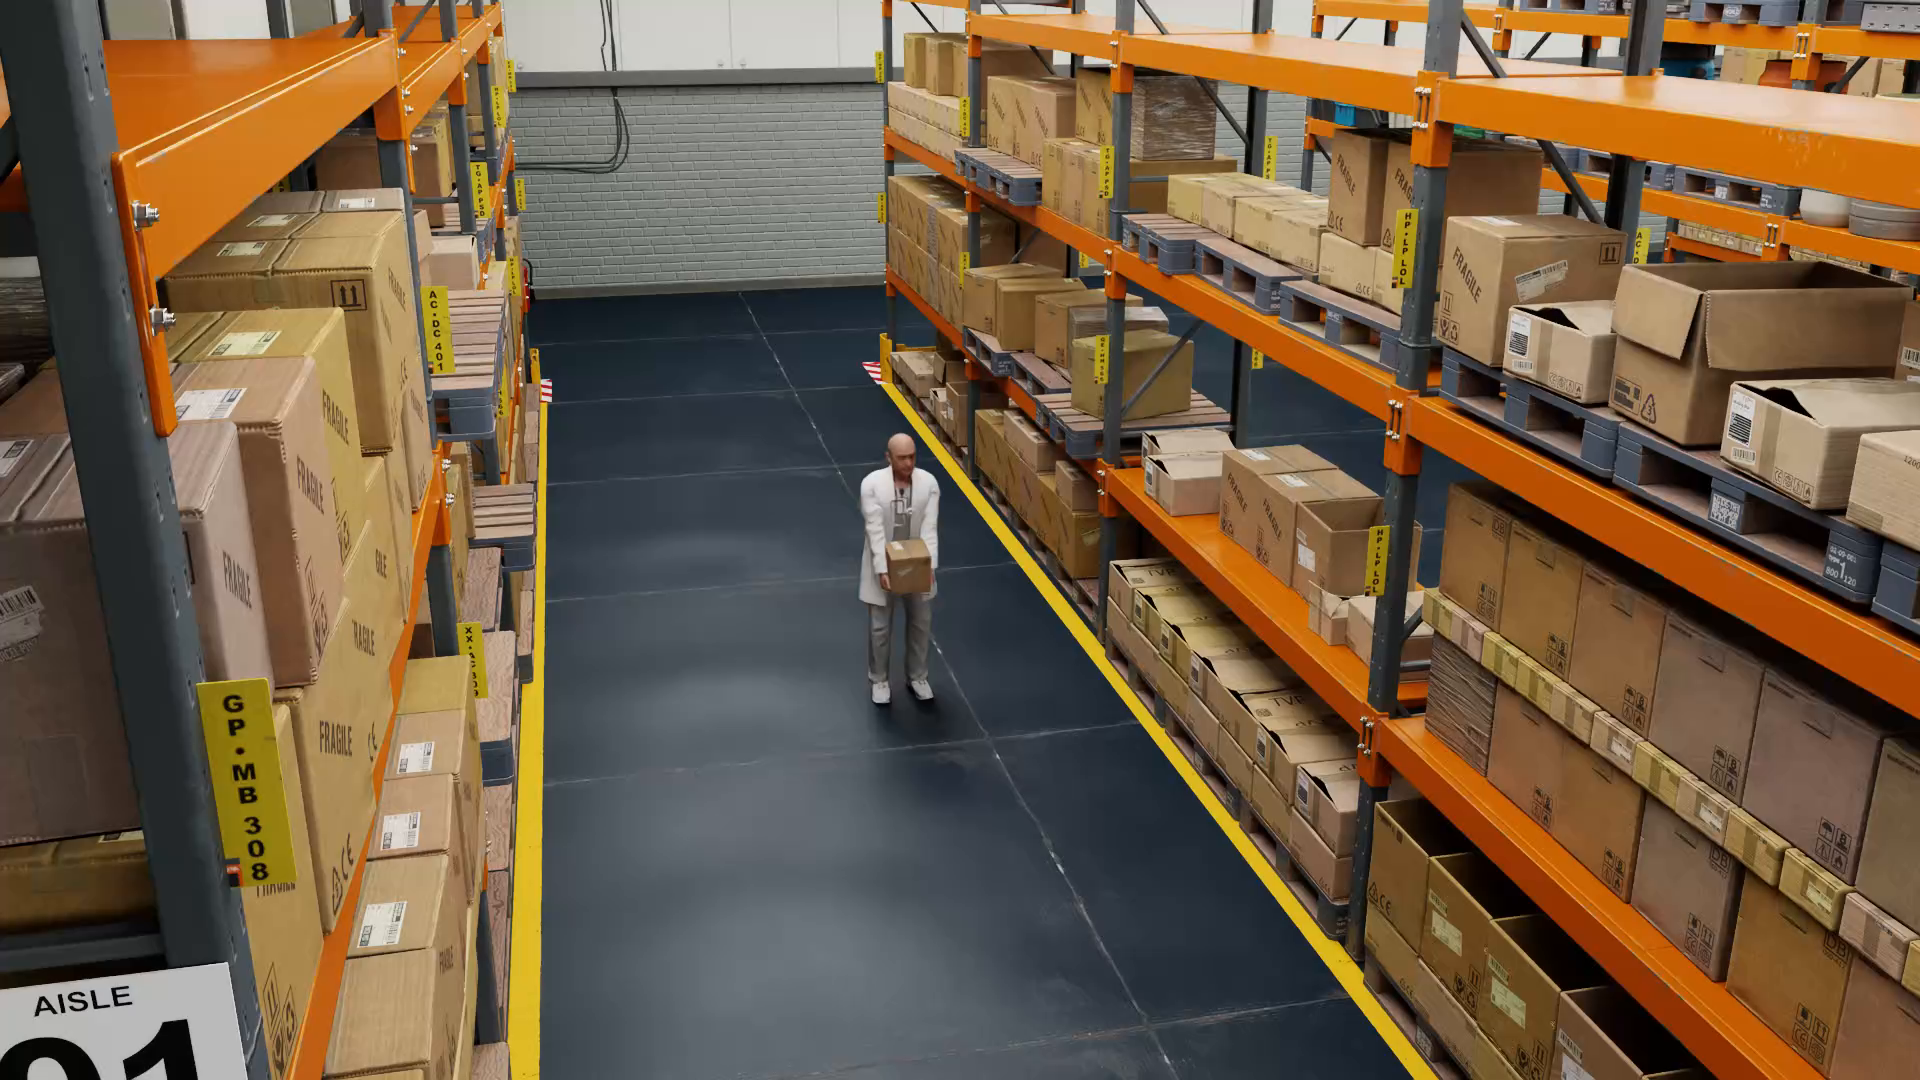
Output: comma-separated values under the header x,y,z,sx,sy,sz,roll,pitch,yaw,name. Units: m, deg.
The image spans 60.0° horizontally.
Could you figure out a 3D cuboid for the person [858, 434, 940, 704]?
x,y,z,sx,sy,sz,roll,pitch,yaw,name
-0.374,0.195,10.552,0.532,1.774,0.574,-5,20,-13,person
